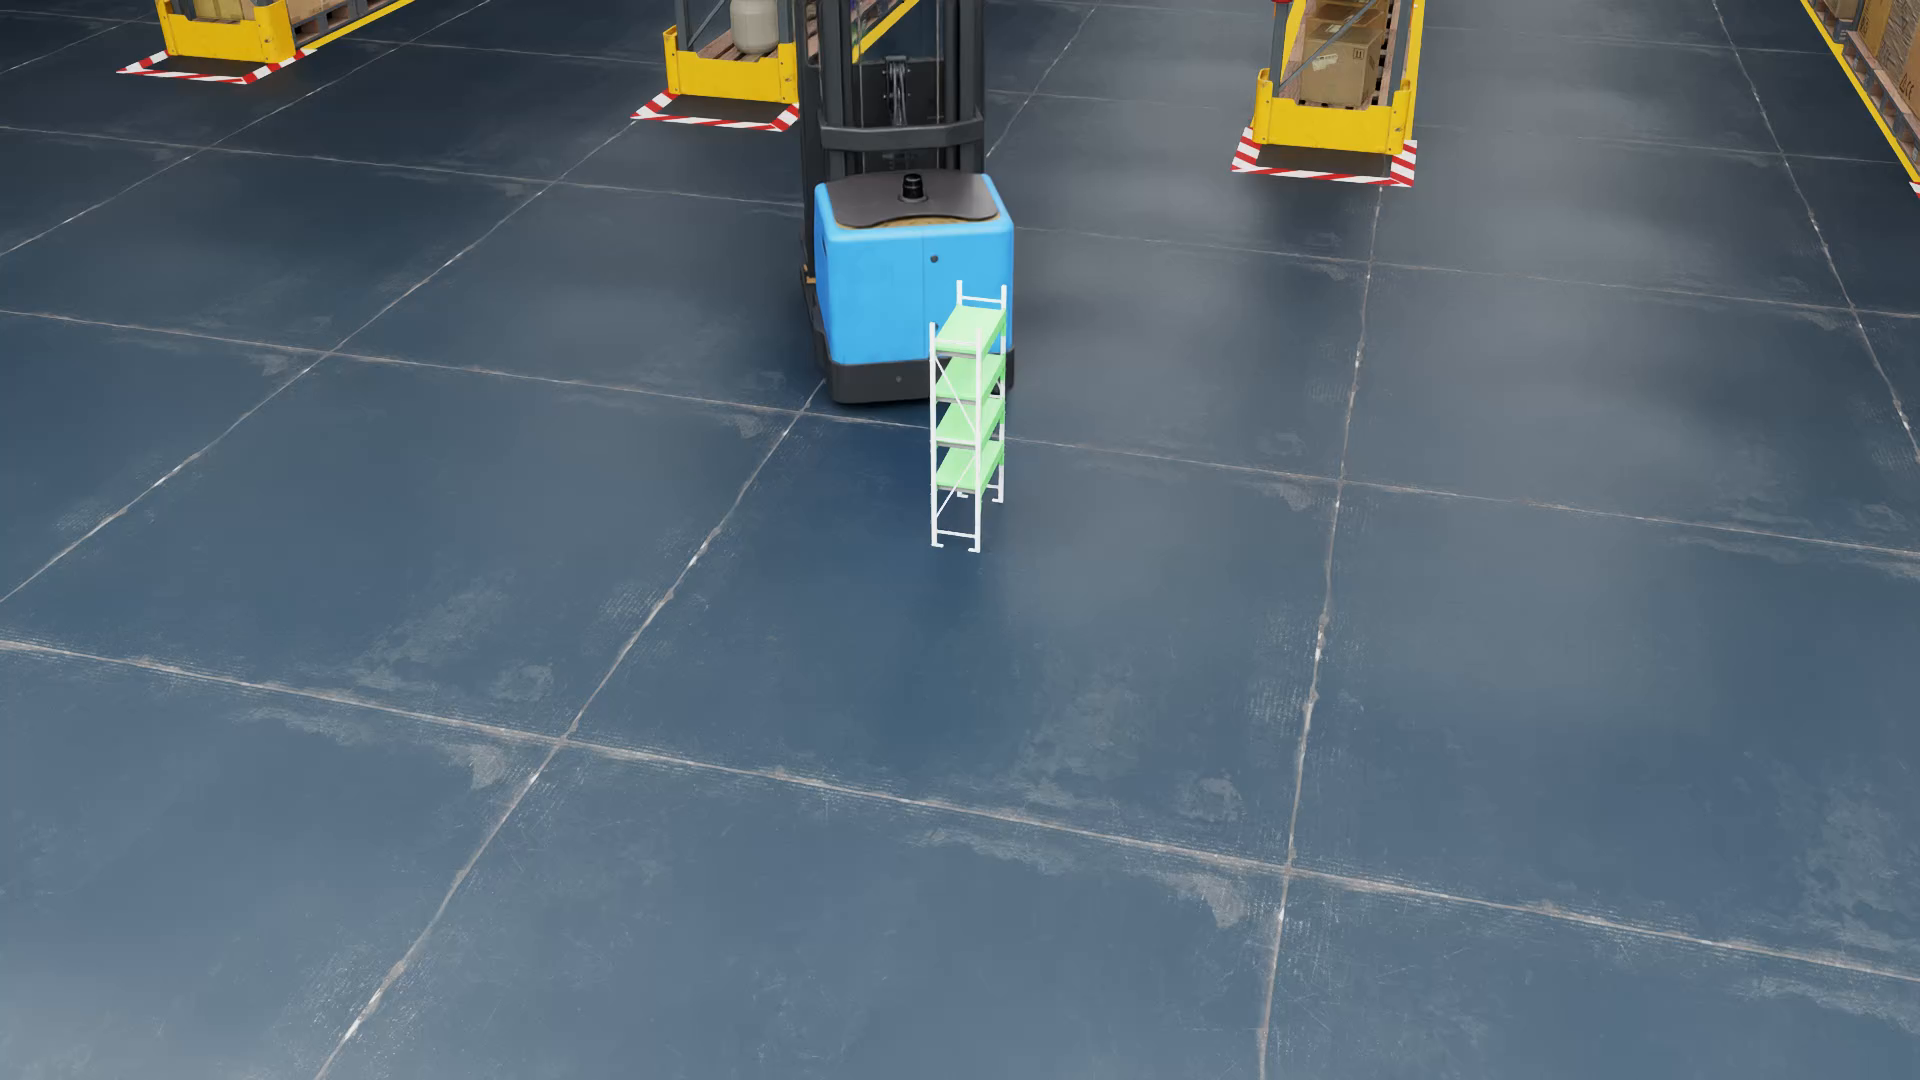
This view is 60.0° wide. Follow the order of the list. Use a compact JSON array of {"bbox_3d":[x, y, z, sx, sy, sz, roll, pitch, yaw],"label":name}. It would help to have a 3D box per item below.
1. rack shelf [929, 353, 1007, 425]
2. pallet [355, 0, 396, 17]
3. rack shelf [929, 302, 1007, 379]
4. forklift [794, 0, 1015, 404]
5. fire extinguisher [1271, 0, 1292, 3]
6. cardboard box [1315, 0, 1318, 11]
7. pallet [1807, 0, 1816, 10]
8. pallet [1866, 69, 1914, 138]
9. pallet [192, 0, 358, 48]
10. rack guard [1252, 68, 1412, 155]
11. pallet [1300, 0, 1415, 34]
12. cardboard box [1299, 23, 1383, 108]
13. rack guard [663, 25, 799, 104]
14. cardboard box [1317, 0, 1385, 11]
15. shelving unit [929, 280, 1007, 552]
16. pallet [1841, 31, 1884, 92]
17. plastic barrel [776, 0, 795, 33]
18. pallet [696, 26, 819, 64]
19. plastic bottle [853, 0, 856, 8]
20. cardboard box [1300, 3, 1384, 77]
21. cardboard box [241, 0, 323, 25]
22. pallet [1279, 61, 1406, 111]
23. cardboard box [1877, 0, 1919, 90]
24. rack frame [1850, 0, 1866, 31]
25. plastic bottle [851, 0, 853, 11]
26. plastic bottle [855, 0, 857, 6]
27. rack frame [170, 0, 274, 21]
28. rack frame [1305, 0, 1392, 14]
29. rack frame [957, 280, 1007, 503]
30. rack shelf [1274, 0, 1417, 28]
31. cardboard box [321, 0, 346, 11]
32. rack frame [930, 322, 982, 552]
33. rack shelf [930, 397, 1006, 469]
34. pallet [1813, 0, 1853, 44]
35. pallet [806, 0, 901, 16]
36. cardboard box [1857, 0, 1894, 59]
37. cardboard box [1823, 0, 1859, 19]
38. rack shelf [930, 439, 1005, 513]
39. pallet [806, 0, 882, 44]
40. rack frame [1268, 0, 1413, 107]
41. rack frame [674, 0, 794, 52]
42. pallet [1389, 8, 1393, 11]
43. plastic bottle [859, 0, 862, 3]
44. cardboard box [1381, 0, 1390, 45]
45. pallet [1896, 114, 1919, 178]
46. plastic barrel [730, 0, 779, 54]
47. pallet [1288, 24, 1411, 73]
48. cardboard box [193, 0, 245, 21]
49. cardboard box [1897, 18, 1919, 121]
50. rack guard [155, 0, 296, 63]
[{"bbox_3d":[0.042,-0.741,7.969,0.258,0.148,0.480,8,33,12],"label":"rack shelf"},{"bbox_3d":[-6.213,-5.601,16.863,1.003,0.211,1.213,8,33,12],"label":"pallet"},{"bbox_3d":[0.042,-0.943,7.840,0.258,0.148,0.480,8,33,12],"label":"rack shelf"},{"bbox_3d":[-0.438,-2.778,9.888,1.130,2.935,3.031,-5,33,-8],"label":"forklift"},{"bbox_3d":[2.428,-4.364,12.390,0.296,0.674,0.183,8,33,12],"label":"fire extinguisher"},{"bbox_3d":[3.640,-5.091,15.400,0.500,0.500,0.500,19,37,27],"label":"cardboard box"},{"bbox_3d":[9.121,-5.610,16.878,1.003,0.211,1.213,8,33,12],"label":"pallet"},{"bbox_3d":[8.114,-3.545,13.630,1.003,0.211,1.213,8,33,12],"label":"pallet"},{"bbox_3d":[-6.524,-4.969,15.870,1.003,0.211,1.213,8,33,12],"label":"pallet"},{"bbox_3d":[2.922,-3.378,13.097,1.175,0.500,0.348,8,33,12],"label":"rack guard"},{"bbox_3d":[3.782,-4.939,15.822,1.003,0.211,1.213,8,33,12],"label":"pallet"},{"bbox_3d":[3.078,-3.837,13.428,0.500,0.500,0.500,14,35,21],"label":"cardboard box"},{"bbox_3d":[-1.914,-4.058,14.168,1.175,0.500,0.348,8,33,12],"label":"rack guard"},{"bbox_3d":[3.374,-4.474,14.431,0.500,0.500,0.500,11,34,17],"label":"cardboard box"},{"bbox_3d":[0.042,-0.592,8.063,0.258,1.200,0.503,8,33,12],"label":"shelving unit"},{"bbox_3d":[8.422,-4.180,14.629,1.003,0.211,1.213,8,33,12],"label":"pallet"},{"bbox_3d":[-1.667,-4.807,14.943,0.421,0.512,0.421,0,32,0],"label":"plastic barrel"},{"bbox_3d":[-1.703,-4.357,14.907,1.003,0.211,1.213,8,33,12],"label":"pallet"},{"bbox_3d":[-1.039,-5.178,15.732,0.097,0.271,0.097,0,32,0],"label":"plastic bottle"},{"bbox_3d":[3.196,-4.152,13.924,0.500,0.500,0.500,17,36,25],"label":"cardboard box"},{"bbox_3d":[-6.327,-5.009,15.504,0.500,0.250,0.500,8,33,12],"label":"cardboard box"},{"bbox_3d":[3.163,-3.672,13.830,1.003,0.211,1.213,8,33,12],"label":"pallet"},{"bbox_3d":[8.238,-4.236,13.707,0.875,0.875,0.875,8,33,13],"label":"cardboard box"},{"bbox_3d":[8.690,-5.741,14.485,1.000,3.000,0.127,8,33,12],"label":"rack frame"},{"bbox_3d":[-1.051,-5.120,15.630,0.061,0.283,0.133,9,33,13],"label":"plastic bottle"},{"bbox_3d":[-1.014,-5.230,15.814,0.097,0.271,0.097,0,32,0],"label":"plastic bottle"},{"bbox_3d":[-6.678,-5.744,14.489,1.000,3.000,0.127,8,33,12],"label":"rack frame"},{"bbox_3d":[3.918,-6.469,15.629,1.000,3.000,0.127,8,33,12],"label":"rack frame"},{"bbox_3d":[0.104,-0.719,8.262,0.240,1.200,0.015,8,33,12],"label":"rack frame"},{"bbox_3d":[3.411,-5.127,14.190,1.077,0.370,4.000,8,33,12],"label":"rack shelf"},{"bbox_3d":[-6.203,-5.268,15.913,0.500,0.250,0.500,8,33,12],"label":"cardboard box"},{"bbox_3d":[-0.020,-0.466,7.864,0.240,1.200,0.015,8,33,12],"label":"rack frame"},{"bbox_3d":[0.042,-0.538,8.098,0.258,0.148,0.480,8,33,12],"label":"rack shelf"},{"bbox_3d":[8.813,-4.975,15.879,1.003,0.211,1.213,8,33,12],"label":"pallet"},{"bbox_3d":[-1.083,-5.623,16.899,1.003,0.211,1.213,8,33,12],"label":"pallet"},{"bbox_3d":[8.463,-4.705,14.444,0.875,0.875,0.875,9,33,13],"label":"cardboard box"},{"bbox_3d":[8.761,-5.303,15.502,1.050,0.750,0.750,8,33,12],"label":"cardboard box"},{"bbox_3d":[0.042,-0.336,8.226,0.258,0.148,0.480,8,33,12],"label":"rack shelf"},{"bbox_3d":[-1.391,-4.988,15.900,1.003,0.211,1.213,8,33,12],"label":"pallet"},{"bbox_3d":[2.903,-4.393,12.364,1.000,3.000,0.127,8,33,12],"label":"rack frame"},{"bbox_3d":[-1.888,-5.067,13.425,1.000,3.000,0.127,8,33,12],"label":"rack frame"},{"bbox_3d":[4.114,-5.696,17.013,1.003,0.211,1.213,8,33,12],"label":"pallet"},{"bbox_3d":[-0.989,-5.252,15.913,0.097,0.201,0.097,0,32,0],"label":"plastic bottle"},{"bbox_3d":[3.558,-4.758,14.877,0.500,0.500,0.500,5,33,8],"label":"cardboard box"},{"bbox_3d":[7.802,-2.914,12.637,1.003,0.211,1.213,8,33,12],"label":"pallet"},{"bbox_3d":[-1.795,-4.547,14.533,0.421,0.512,0.421,0,32,0],"label":"plastic barrel"},{"bbox_3d":[3.474,-4.304,14.823,1.003,0.211,1.213,8,33,12],"label":"pallet"},{"bbox_3d":[-6.828,-5.079,15.615,0.500,0.250,0.500,8,33,12],"label":"cardboard box"},{"bbox_3d":[8.005,-3.764,12.963,0.875,0.875,0.875,8,33,12],"label":"cardboard box"},{"bbox_3d":[-6.684,-4.676,15.140,1.175,0.500,0.348,8,33,12],"label":"rack guard"}]
